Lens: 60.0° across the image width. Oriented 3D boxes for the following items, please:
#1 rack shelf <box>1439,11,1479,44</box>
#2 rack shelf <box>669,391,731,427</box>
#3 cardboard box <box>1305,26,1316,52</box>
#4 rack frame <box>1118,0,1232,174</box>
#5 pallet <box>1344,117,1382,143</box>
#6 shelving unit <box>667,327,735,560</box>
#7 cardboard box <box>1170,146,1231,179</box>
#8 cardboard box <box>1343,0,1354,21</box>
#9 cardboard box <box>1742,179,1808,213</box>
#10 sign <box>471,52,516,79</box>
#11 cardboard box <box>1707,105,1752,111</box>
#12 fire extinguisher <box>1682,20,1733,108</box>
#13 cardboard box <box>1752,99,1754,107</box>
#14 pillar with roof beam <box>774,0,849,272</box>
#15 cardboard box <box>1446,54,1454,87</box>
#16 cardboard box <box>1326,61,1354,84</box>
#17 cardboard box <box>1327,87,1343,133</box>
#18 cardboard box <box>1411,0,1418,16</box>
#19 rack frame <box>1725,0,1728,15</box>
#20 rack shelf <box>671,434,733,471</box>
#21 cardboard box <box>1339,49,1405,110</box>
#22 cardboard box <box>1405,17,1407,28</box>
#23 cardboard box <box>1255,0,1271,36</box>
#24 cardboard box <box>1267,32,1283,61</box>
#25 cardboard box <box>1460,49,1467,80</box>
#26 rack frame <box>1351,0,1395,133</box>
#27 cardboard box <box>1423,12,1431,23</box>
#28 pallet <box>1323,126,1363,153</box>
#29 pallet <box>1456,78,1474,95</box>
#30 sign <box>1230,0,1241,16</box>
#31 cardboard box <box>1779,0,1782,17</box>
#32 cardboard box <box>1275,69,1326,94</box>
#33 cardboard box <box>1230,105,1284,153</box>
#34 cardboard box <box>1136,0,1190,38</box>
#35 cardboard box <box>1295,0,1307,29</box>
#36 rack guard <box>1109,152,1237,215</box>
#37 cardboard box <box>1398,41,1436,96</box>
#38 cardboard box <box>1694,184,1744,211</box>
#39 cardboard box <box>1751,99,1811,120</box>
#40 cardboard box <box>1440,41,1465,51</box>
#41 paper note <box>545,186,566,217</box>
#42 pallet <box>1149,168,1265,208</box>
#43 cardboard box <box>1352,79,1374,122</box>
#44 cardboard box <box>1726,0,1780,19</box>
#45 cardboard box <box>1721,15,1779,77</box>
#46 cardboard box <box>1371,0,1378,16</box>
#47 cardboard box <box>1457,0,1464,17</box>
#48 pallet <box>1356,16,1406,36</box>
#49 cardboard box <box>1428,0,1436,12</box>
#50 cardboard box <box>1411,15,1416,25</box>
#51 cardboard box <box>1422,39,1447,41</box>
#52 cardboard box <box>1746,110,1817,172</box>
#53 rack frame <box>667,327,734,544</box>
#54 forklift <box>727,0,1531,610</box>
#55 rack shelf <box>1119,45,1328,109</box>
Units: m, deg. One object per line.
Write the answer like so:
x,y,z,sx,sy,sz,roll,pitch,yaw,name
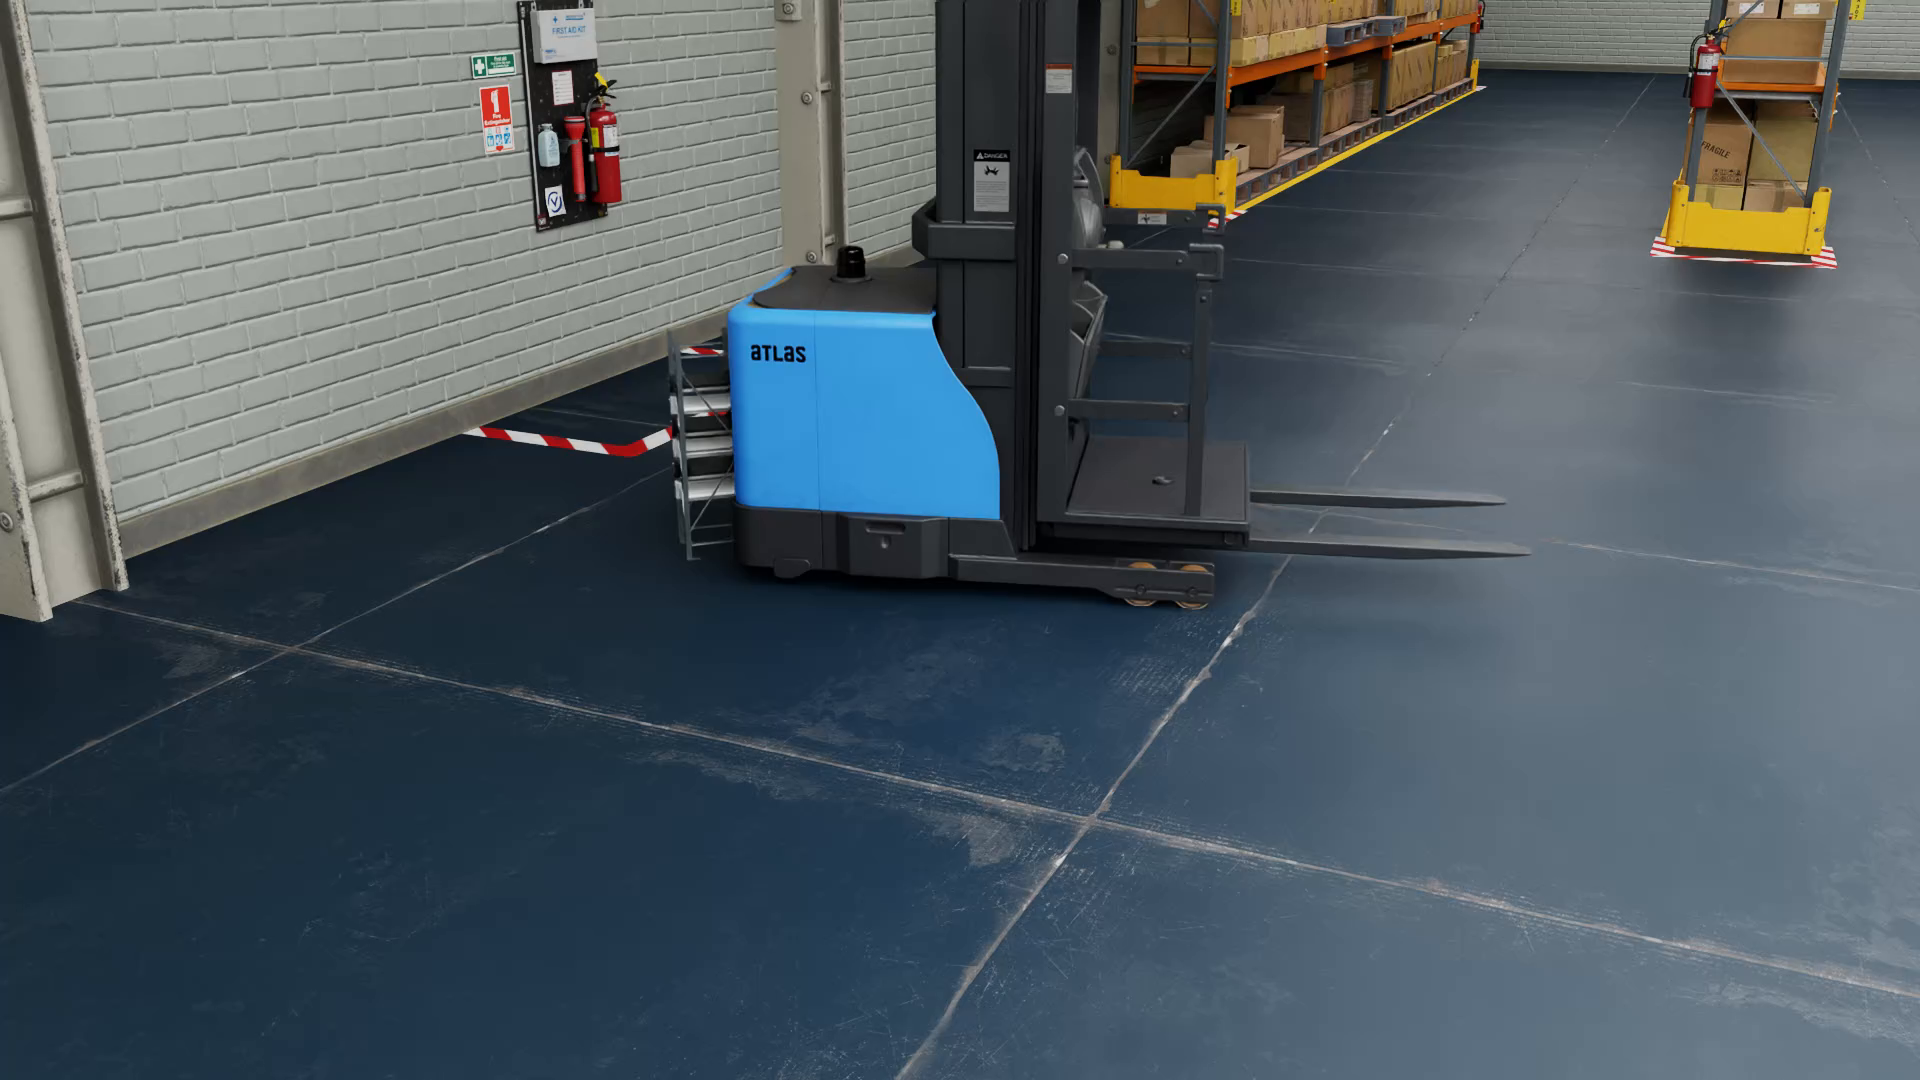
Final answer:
7.707,-8.469,27.379,1.077,0.370,4.000,9,21,23,rack shelf
-1.023,-0.527,6.669,0.258,0.077,0.200,-6,20,-17,rack shelf
3.483,-5.352,17.736,0.500,0.250,0.500,9,21,23,cardboard box
1.974,-4.528,15.225,1.000,3.000,0.127,9,21,23,rack frame
4.928,-5.421,21.897,1.003,0.211,1.213,9,21,23,pallet
-1.023,-0.388,6.718,0.258,0.900,0.210,-6,20,-17,shelving unit
2.339,-3.668,16.161,0.500,0.311,0.500,6,20,17,cardboard box
4.328,-6.532,20.052,0.700,0.500,0.500,12,23,30,cardboard box
6.917,-2.885,14.082,0.500,0.250,0.500,9,21,23,cardboard box
-2.343,-2.388,8.363,0.001,0.109,0.331,9,21,23,sign
7.045,-3.770,15.452,0.500,0.500,0.500,9,21,23,cardboard box
6.022,-3.841,13.407,0.296,0.674,0.183,9,21,23,fire extinguisher
9.574,-5.108,19.495,0.500,0.311,0.500,8,21,22,cardboard box
2.942,-5.262,8.336,9.100,9.000,0.400,9,21,23,pillar with roof beam
7.708,-7.741,27.362,0.700,0.500,0.500,9,22,24,cardboard box
4.712,-5.964,21.216,0.500,0.250,0.500,9,21,24,cardboard box
4.310,-5.323,20.534,0.700,0.500,0.500,9,21,23,cardboard box
6.109,-7.594,23.223,0.500,0.500,0.500,8,21,22,cardboard box
9.771,-6.295,20.193,1.000,3.000,0.127,9,21,23,rack frame
-1.023,-0.357,6.729,0.258,0.077,0.200,-6,20,-17,rack shelf
5.671,-6.365,22.973,0.750,0.750,0.750,8,21,22,cardboard box
5.893,-7.079,22.743,0.380,0.149,0.250,9,22,24,cardboard box
2.655,-5.075,15.836,0.500,0.500,0.500,9,21,23,cardboard box
2.877,-4.888,16.431,0.500,0.250,0.500,8,21,22,cardboard box
8.330,-8.212,28.686,0.700,0.500,0.500,9,21,23,cardboard box
5.250,-6.974,22.101,1.000,3.000,0.127,9,21,23,rack frame
6.724,-7.703,24.497,0.380,0.149,0.250,9,21,23,cardboard box
4.428,-5.050,20.852,1.003,0.211,1.213,9,21,23,pallet
8.270,-7.850,28.728,1.003,0.211,1.213,9,21,23,pallet
2.469,-4.862,14.870,0.100,0.325,0.005,9,21,23,sign
6.957,-4.374,13.673,0.380,0.149,0.250,8,21,21,cardboard box
4.075,-5.496,19.901,0.500,0.250,0.500,8,21,22,cardboard box
3.223,-4.458,18.101,0.500,0.500,0.500,7,21,19,cardboard box
1.973,-4.993,15.608,0.500,0.500,0.500,8,21,22,cardboard box
3.285,-5.550,17.173,0.500,0.500,0.500,8,21,21,cardboard box
2.005,-3.374,15.709,1.175,0.500,0.348,9,21,23,rack guard
6.740,-7.165,25.220,0.750,0.750,0.750,9,21,23,cardboard box
6.445,-2.956,14.282,0.500,0.250,0.500,9,21,23,cardboard box
7.927,-4.005,16.111,0.500,0.500,0.500,9,21,23,cardboard box
8.340,-8.375,28.177,0.380,0.149,0.250,9,22,24,cardboard box
-2.168,-1.817,8.915,0.016,0.148,0.142,9,21,23,paper note
2.370,-3.481,16.442,1.003,0.211,1.213,9,21,23,pallet
5.003,-5.776,21.807,0.700,0.500,0.500,9,21,23,cardboard box
6.477,-4.345,13.593,0.380,0.149,0.250,8,21,22,cardboard box
6.908,-4.199,14.149,0.700,0.500,0.500,9,22,24,cardboard box
5.066,-7.083,21.603,0.700,0.500,0.500,6,20,16,cardboard box
7.718,-8.948,27.204,0.980,0.700,0.700,7,21,20,cardboard box
5.055,-6.651,21.480,1.213,0.211,1.003,9,21,23,pallet
6.729,-8.060,24.533,0.500,0.500,0.500,9,21,23,cardboard box
6.328,-7.483,23.879,0.380,0.149,0.250,9,22,24,cardboard box
8.199,-8.583,28.762,0.380,0.149,0.250,9,21,23,cardboard box
7.313,-3.546,14.822,0.500,0.500,0.500,9,21,23,cardboard box
-1.054,-0.421,6.809,0.240,0.900,0.006,-6,20,-17,rack frame
0.675,-1.310,6.277,3.031,2.935,1.130,3,20,8,forklift
2.793,-4.801,17.064,1.077,0.370,4.000,9,21,23,rack shelf
